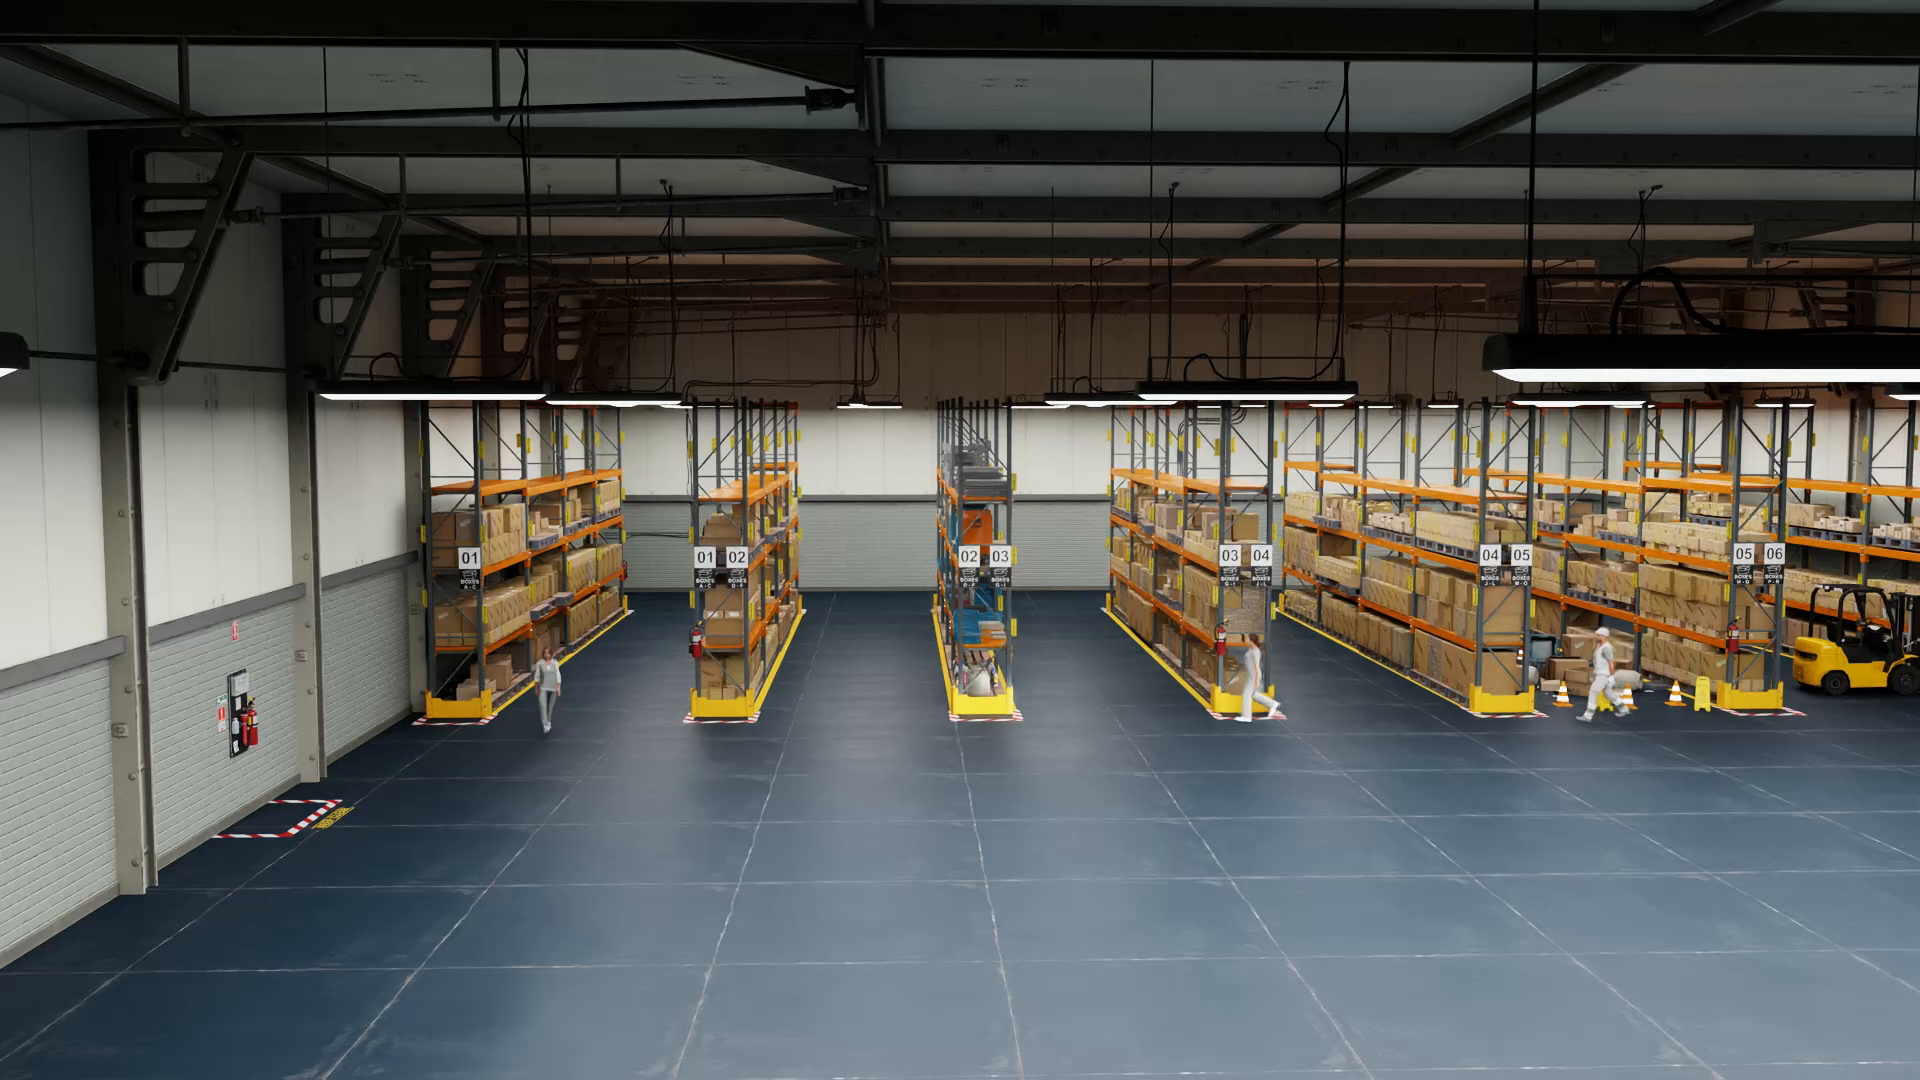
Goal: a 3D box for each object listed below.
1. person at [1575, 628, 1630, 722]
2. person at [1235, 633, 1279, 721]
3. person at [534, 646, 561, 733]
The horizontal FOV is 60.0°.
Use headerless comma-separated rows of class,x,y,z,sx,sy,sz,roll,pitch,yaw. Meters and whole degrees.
person,11.863,2.483,30.625,1.075,1.748,0.537,0,4,0
person,5.485,2.527,30.683,0.838,1.634,0.470,0,4,-6
person,-7.311,2.666,29.535,0.437,1.503,1.017,-3,5,-30
